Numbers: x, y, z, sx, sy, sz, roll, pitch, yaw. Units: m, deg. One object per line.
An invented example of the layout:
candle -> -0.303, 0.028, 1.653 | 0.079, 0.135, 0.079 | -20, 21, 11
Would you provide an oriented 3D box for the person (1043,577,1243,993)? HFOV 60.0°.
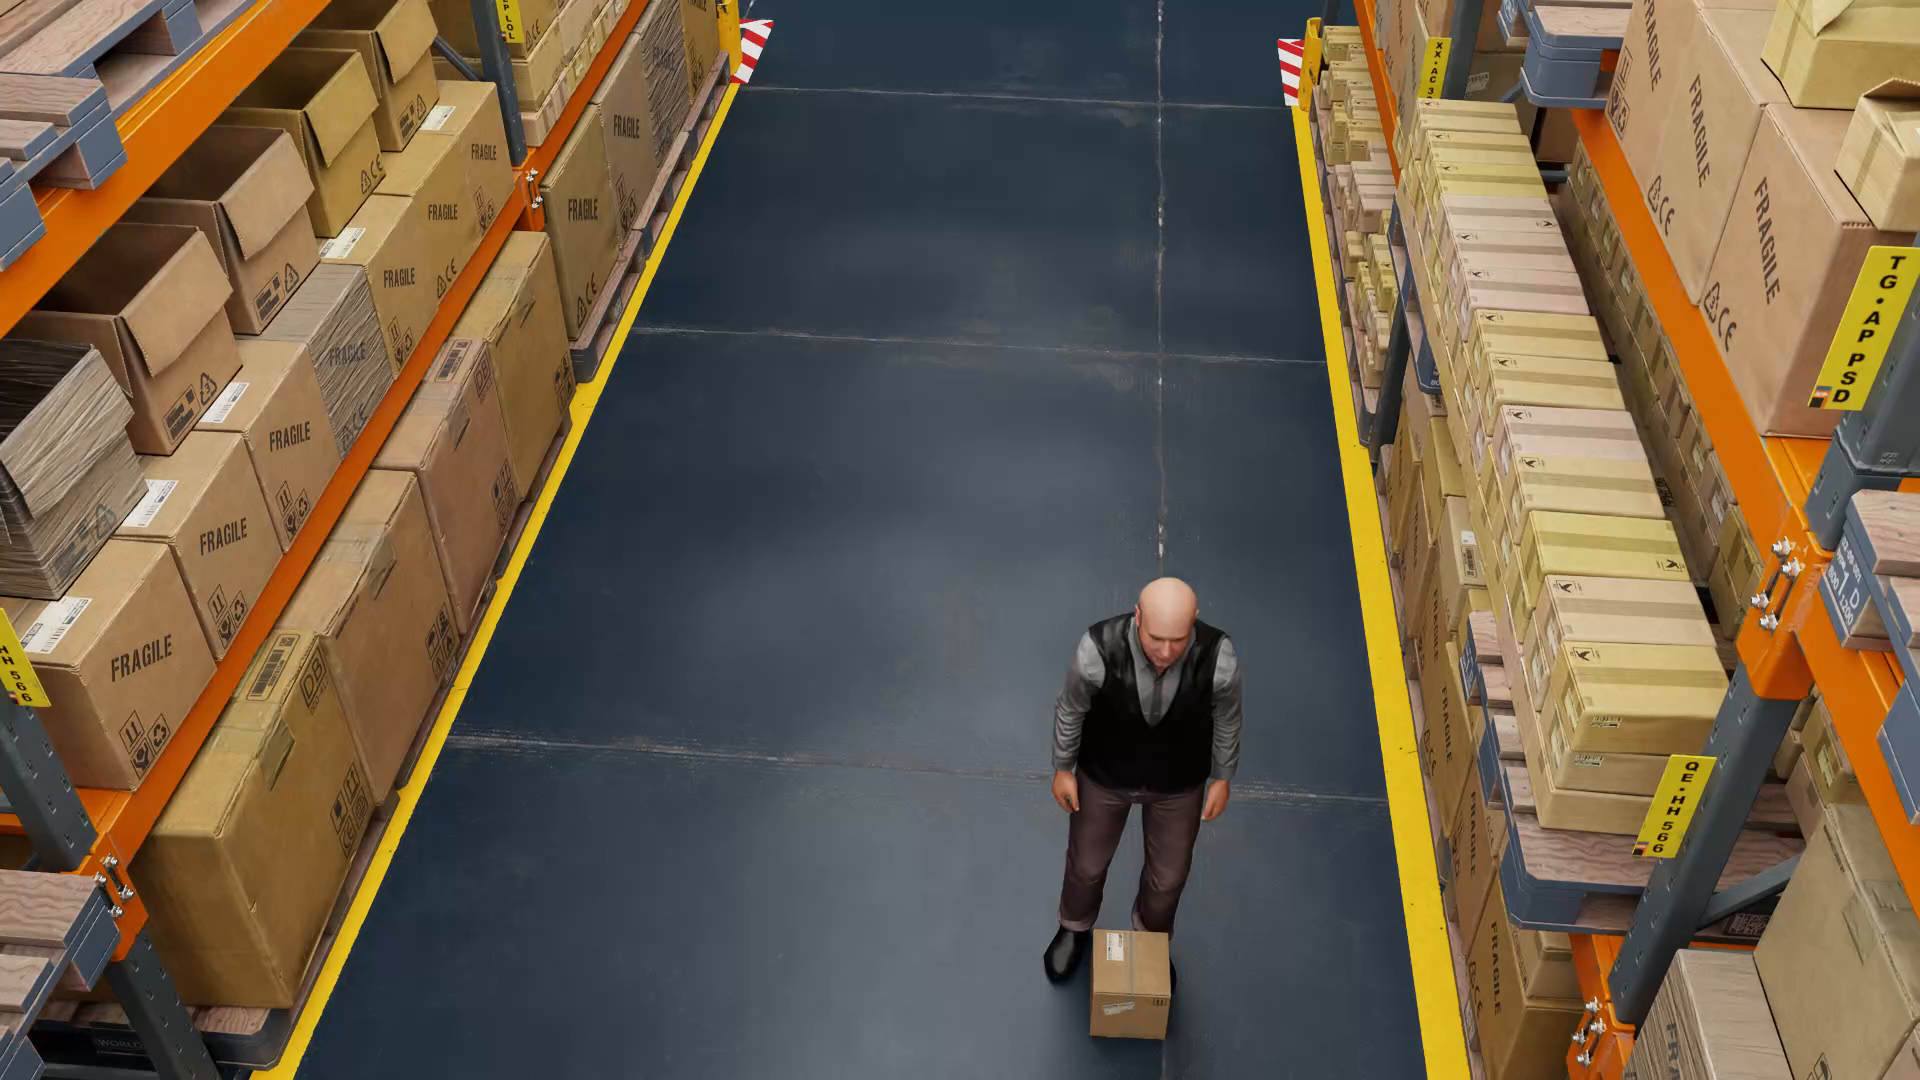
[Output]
person -> 0.578, 0.753, 5.271 | 0.582, 1.721, 0.461 | 3, 40, 3
